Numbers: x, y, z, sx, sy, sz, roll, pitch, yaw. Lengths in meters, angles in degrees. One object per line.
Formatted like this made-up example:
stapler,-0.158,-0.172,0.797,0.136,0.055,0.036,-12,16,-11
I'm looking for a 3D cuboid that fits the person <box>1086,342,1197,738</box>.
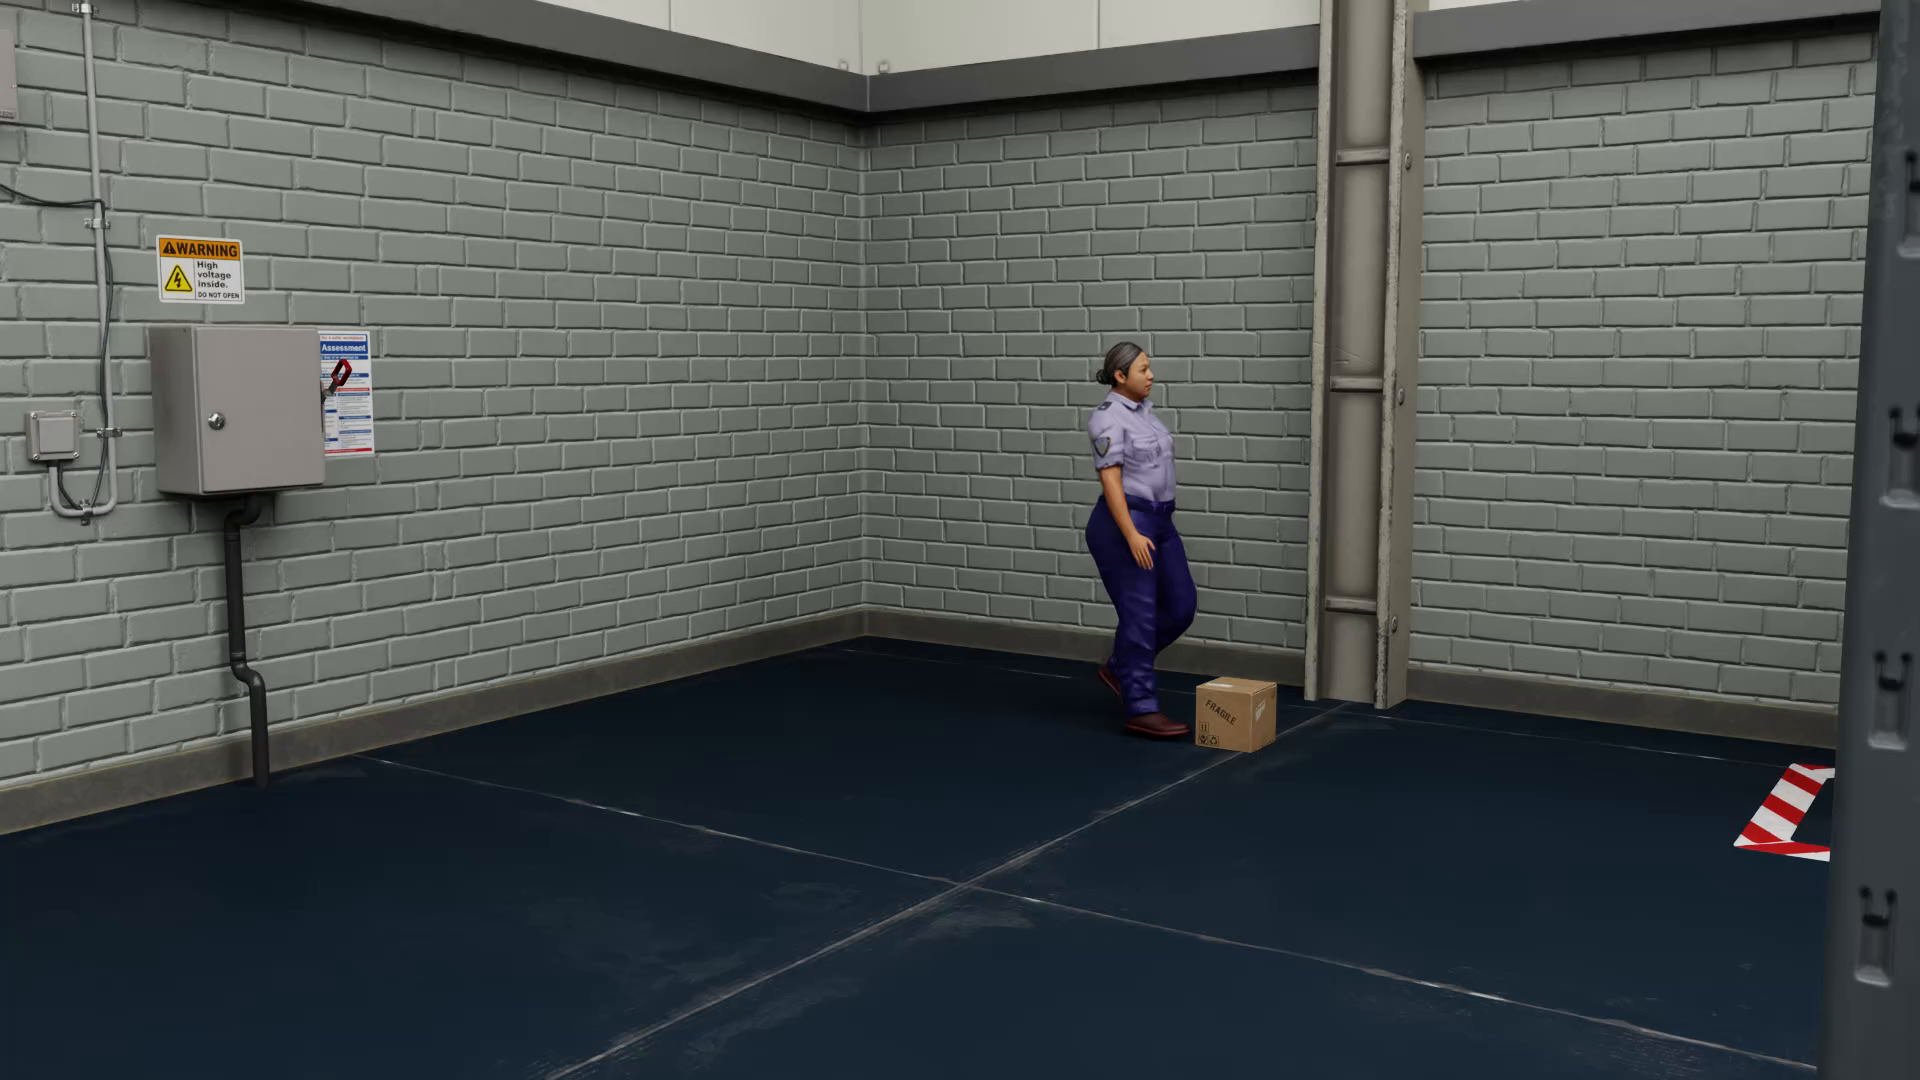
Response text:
person,0.772,-0.014,7.054,0.561,1.643,0.497,4,8,33
